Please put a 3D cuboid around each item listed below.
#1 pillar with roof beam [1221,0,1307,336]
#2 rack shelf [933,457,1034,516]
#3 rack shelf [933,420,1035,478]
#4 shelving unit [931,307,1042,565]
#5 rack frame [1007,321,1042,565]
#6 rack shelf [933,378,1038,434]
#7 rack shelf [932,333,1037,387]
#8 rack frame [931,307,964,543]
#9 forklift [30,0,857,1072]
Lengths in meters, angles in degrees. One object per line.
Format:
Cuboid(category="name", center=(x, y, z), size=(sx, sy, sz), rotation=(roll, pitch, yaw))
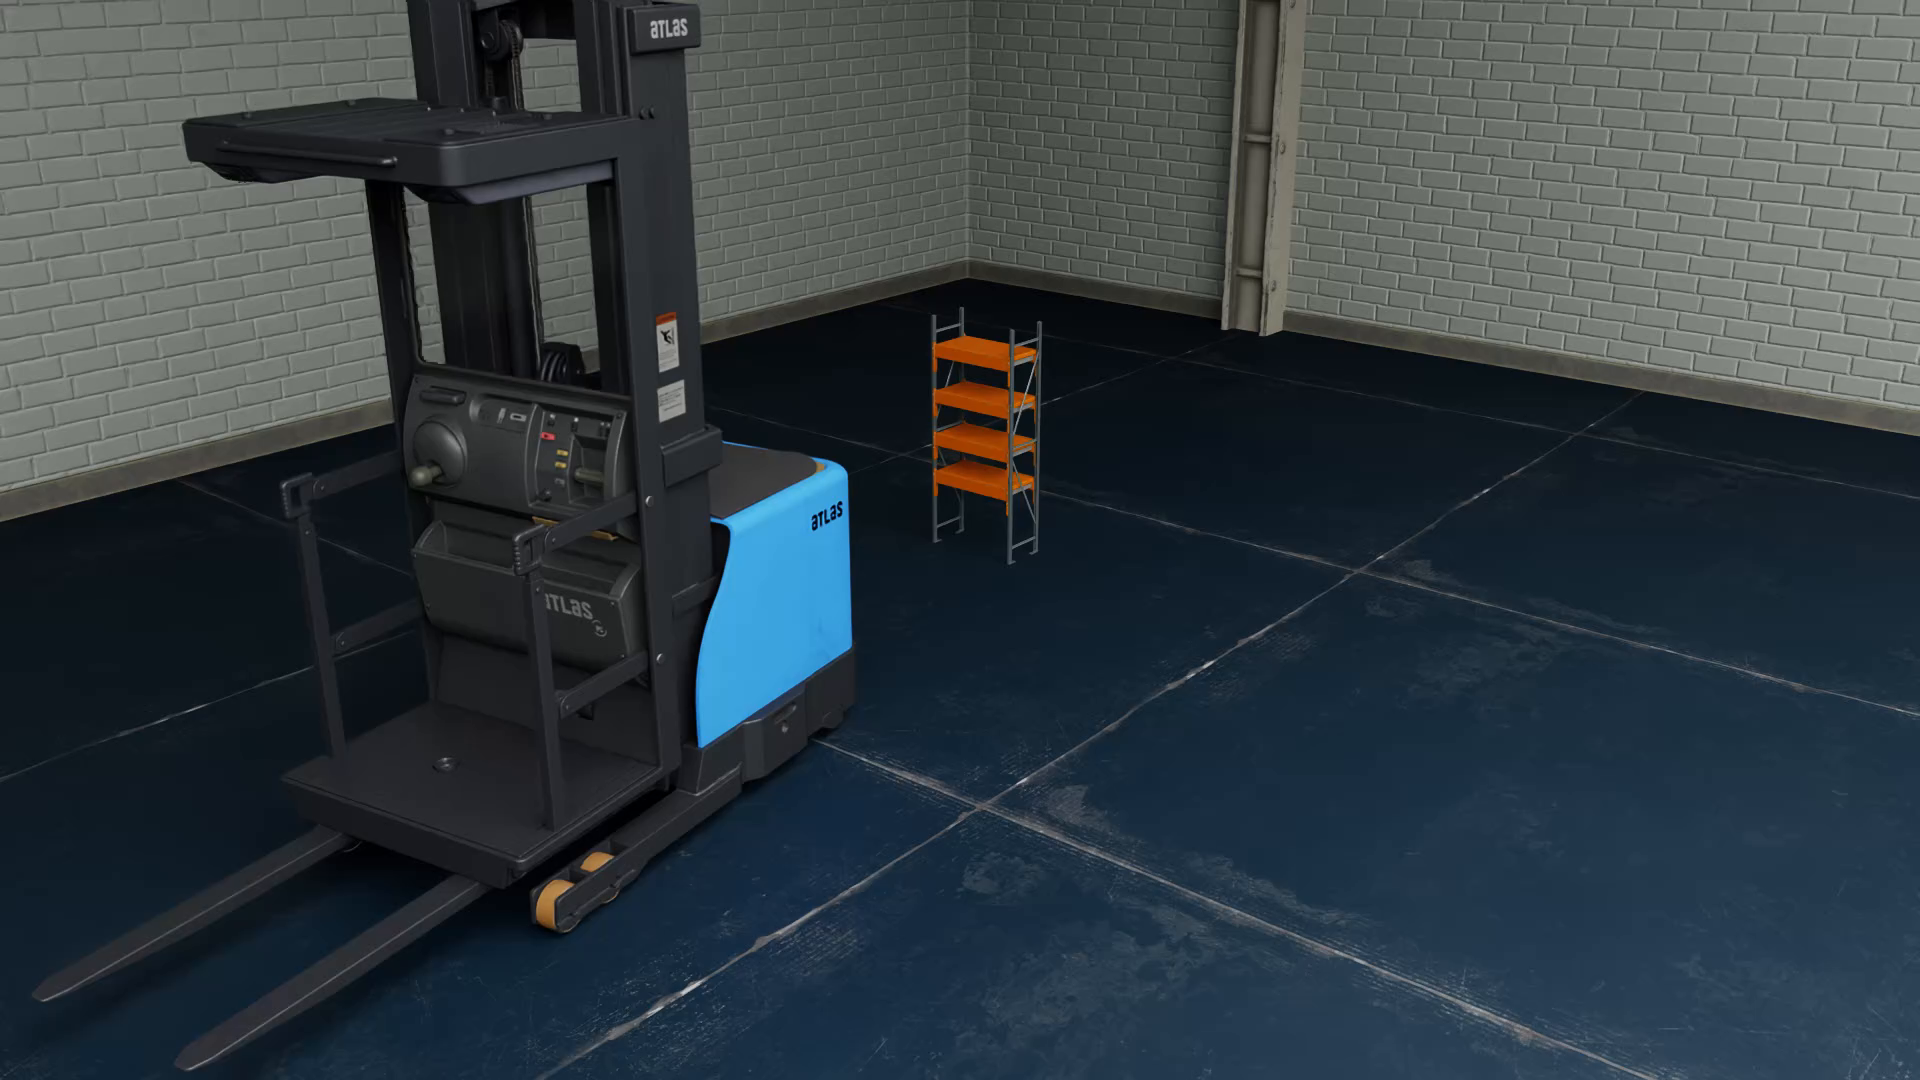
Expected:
Cuboid(category="pillar with roof beam", center=(-0.427, -4.690, 8.352), size=(0.400, 9.000, 9.100), rotation=(16, 26, 36))
Cuboid(category="rack shelf", center=(0.128, -0.276, 8.452), size=(0.480, 0.148, 0.258), rotation=(16, 26, 36))
Cuboid(category="rack shelf", center=(0.128, -0.462, 8.382), size=(0.480, 0.148, 0.258), rotation=(16, 26, 36))
Cuboid(category="shelving unit", center=(0.128, -0.524, 8.359), size=(0.503, 1.200, 0.258), rotation=(16, 26, 36))
Cuboid(category="rack frame", center=(0.317, -0.470, 8.214), size=(0.015, 1.200, 0.240), rotation=(16, 26, 36))
Cuboid(category="rack shelf", center=(0.128, -0.671, 8.303), size=(0.480, 0.148, 0.258), rotation=(16, 26, 36))
Cuboid(category="rack shelf", center=(0.128, -0.892, 8.220), size=(0.480, 0.148, 0.258), rotation=(16, 26, 36))
Cuboid(category="rack frame", center=(-0.061, -0.579, 8.503), size=(0.015, 1.200, 0.240), rotation=(16, 26, 36))
Cuboid(category="forklift", center=(-1.575, -0.296, 5.300), size=(1.130, 2.935, 3.031), rotation=(11, 23, 27))
